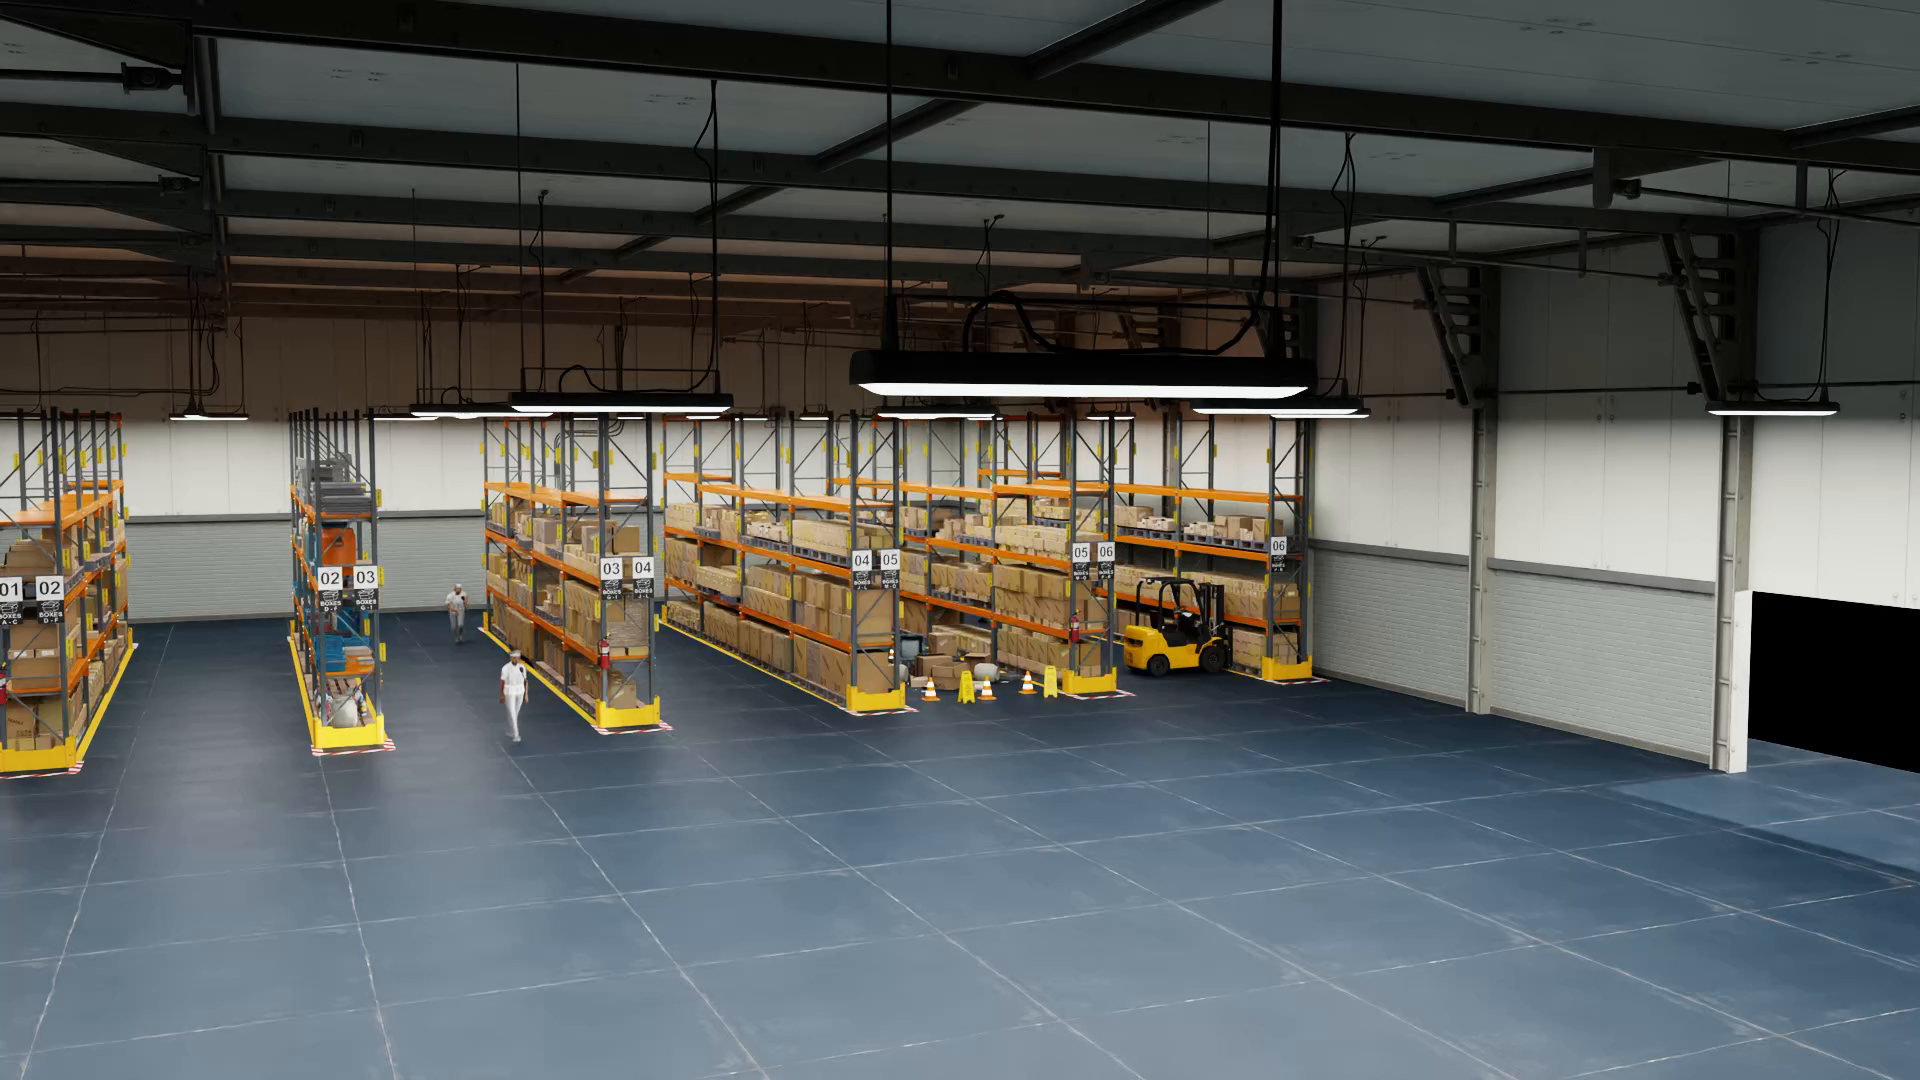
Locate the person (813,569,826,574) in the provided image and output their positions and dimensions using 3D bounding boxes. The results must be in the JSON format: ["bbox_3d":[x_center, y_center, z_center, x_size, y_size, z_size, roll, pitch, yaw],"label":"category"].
[{"bbox_3d":[-4.351,1.296,51.458,1.000,1.632,0.466,-4,5,-43],"label":"person"}]

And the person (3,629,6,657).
[{"bbox_3d":[-20.895,2.403,35.937,0.520,1.640,0.805,-3,5,-40],"label":"person"}]

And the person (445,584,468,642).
[{"bbox_3d":[-13.095,1.904,43.308,0.554,1.577,0.747,-1,4,-13],"label":"person"}]

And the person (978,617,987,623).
[{"bbox_3d":[0.639,1.514,47.820,0.453,1.722,0.571,2,4,26],"label":"person"}]

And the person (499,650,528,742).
[{"bbox_3d":[-8.019,2.786,29.967,0.500,1.626,0.960,-4,6,-44],"label":"person"}]
